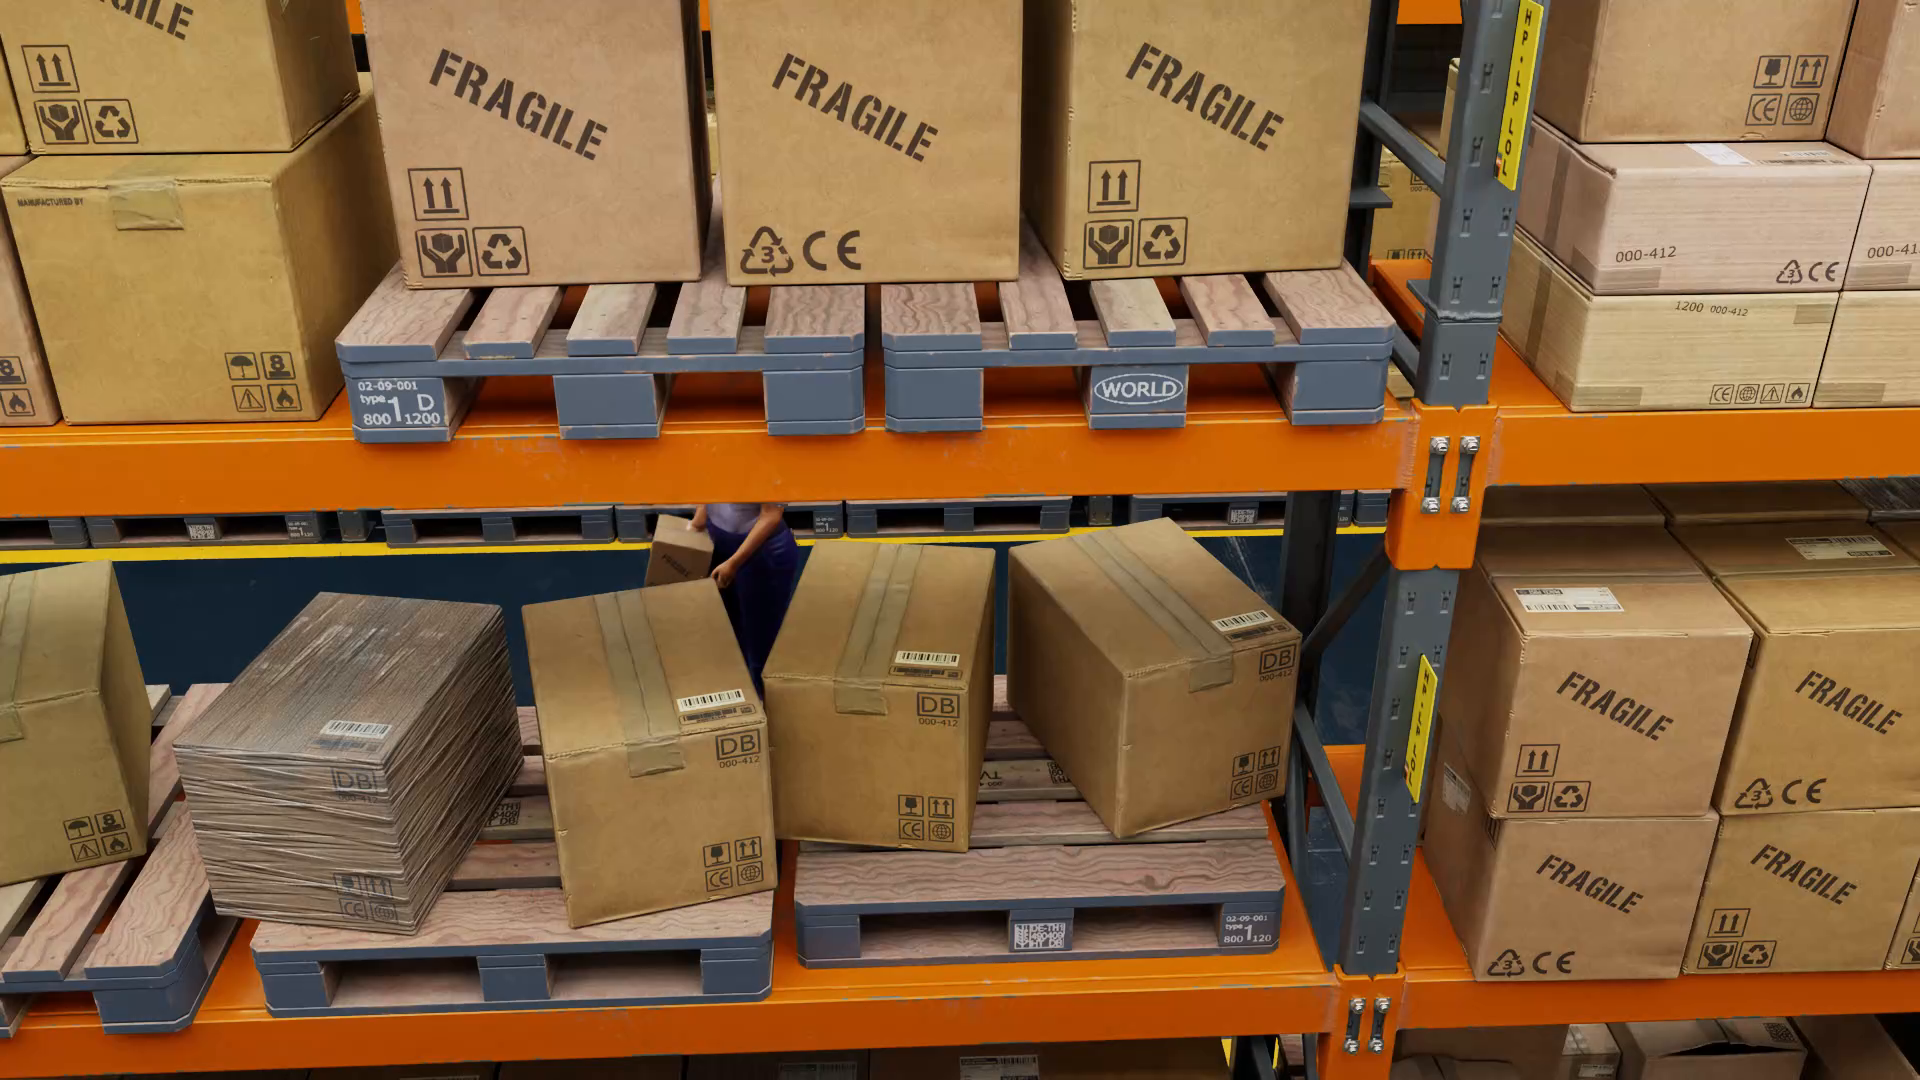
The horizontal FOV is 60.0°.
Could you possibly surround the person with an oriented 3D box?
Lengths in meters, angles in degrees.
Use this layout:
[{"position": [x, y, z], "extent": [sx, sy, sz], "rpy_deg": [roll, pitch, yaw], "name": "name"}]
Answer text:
[{"position": [-0.944, 0.067, 6.999], "extent": [0.456, 1.654, 0.551], "rpy_deg": [-21, 34, -35], "name": "person"}]
